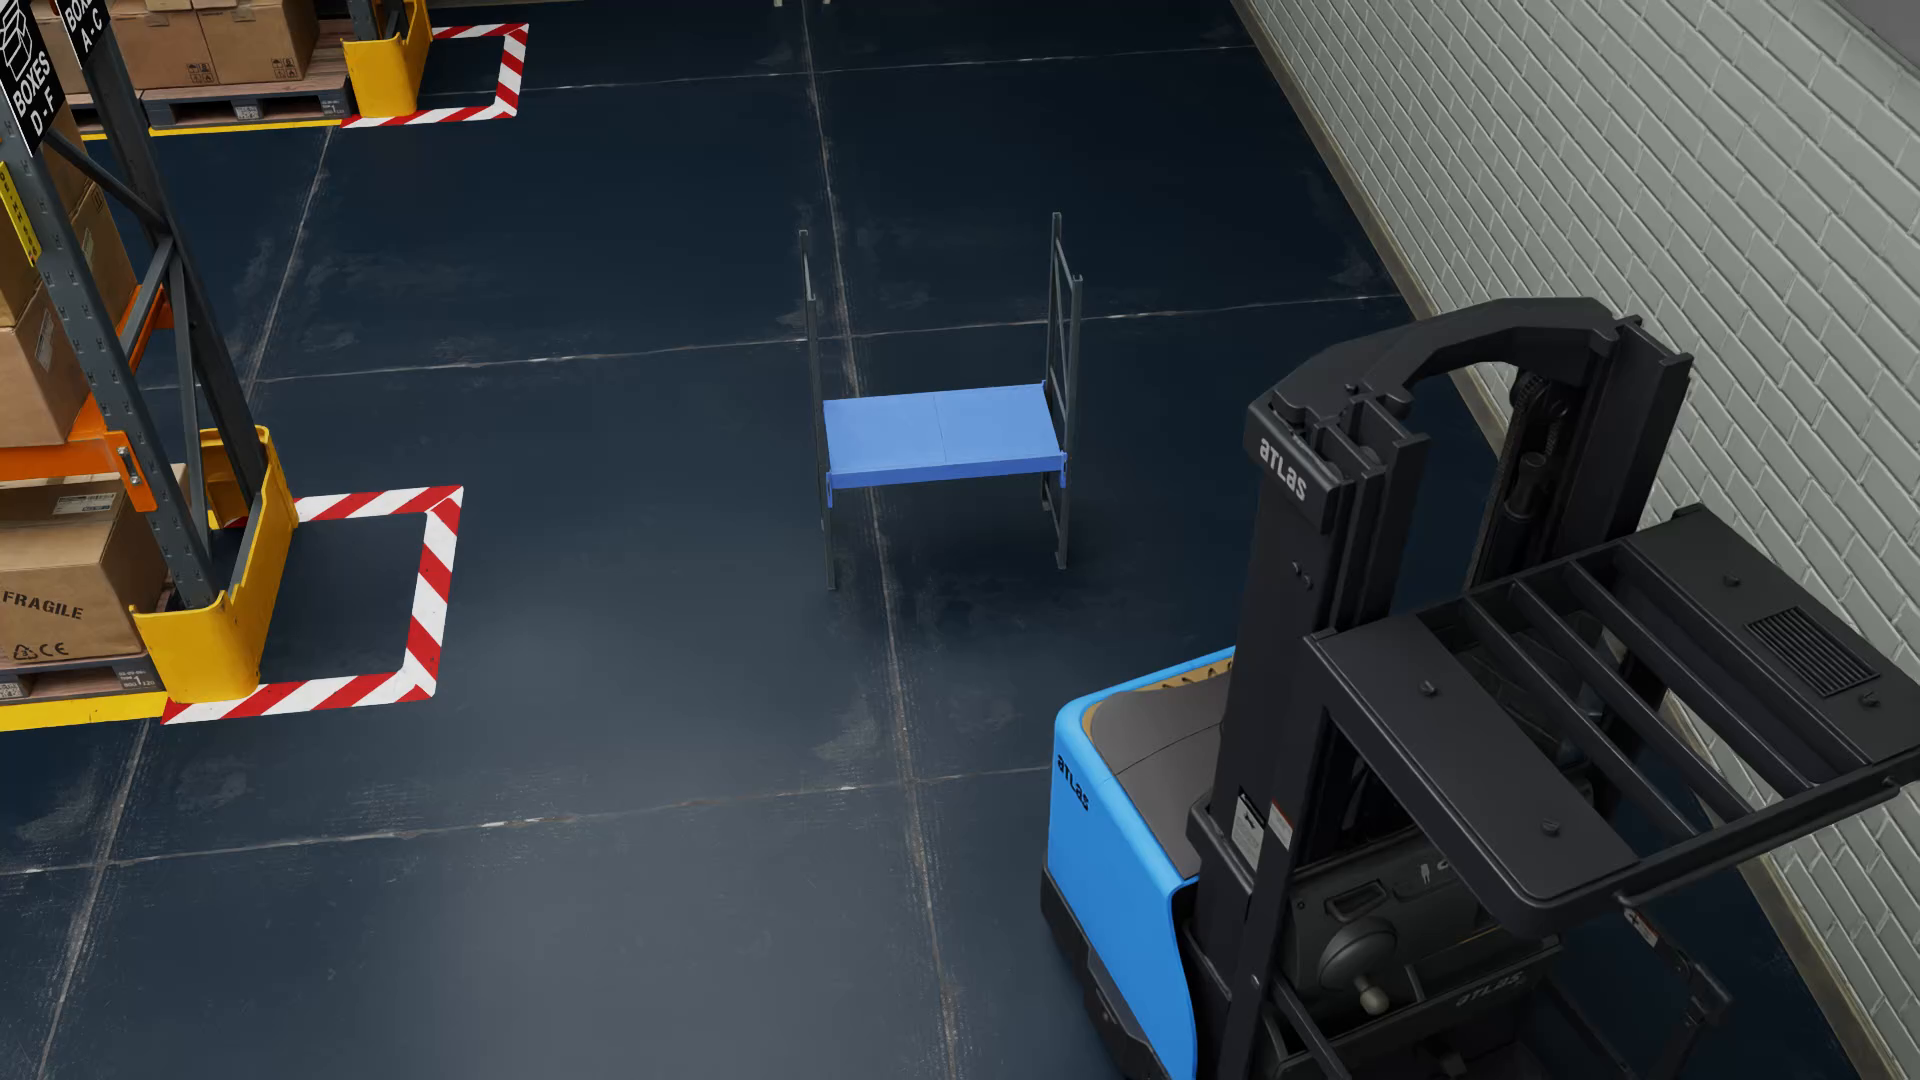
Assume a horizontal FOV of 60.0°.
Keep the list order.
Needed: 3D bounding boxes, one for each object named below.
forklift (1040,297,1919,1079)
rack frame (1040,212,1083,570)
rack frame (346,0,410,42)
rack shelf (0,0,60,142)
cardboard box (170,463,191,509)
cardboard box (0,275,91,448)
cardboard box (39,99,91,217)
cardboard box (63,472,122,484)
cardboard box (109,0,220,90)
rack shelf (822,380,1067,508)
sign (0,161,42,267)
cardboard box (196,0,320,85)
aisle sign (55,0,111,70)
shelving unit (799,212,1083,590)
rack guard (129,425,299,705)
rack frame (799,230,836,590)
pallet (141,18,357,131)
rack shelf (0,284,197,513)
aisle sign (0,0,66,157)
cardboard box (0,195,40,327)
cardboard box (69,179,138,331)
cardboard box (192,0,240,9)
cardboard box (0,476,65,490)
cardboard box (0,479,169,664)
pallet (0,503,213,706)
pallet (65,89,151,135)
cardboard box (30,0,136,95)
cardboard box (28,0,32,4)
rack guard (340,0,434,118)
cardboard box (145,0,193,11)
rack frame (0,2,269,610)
[{"bbox_3d":[1.345,1.007,4.160,1.130,2.935,3.031,-17,45,-18],"label":"forklift"},{"bbox_3d":[0.419,-0.594,7.004,0.032,1.500,0.500,-5,42,-6],"label":"rack frame"},{"bbox_3d":[-3.681,-4.143,9.818,0.127,3.000,1.000,-5,42,-6],"label":"rack frame"},{"bbox_3d":[-5.019,-1.526,5.215,4.000,0.370,1.077,-5,42,-6],"label":"rack shelf"},{"bbox_3d":[-3.495,-0.150,7.192,0.250,0.149,0.380,-5,42,-6],"label":"cardboard box"},{"bbox_3d":[-3.444,-0.671,5.894,0.500,0.500,0.500,-4,42,-4],"label":"cardboard box"},{"bbox_3d":[-3.510,-1.398,5.954,0.500,0.500,0.500,-4,42,-4],"label":"cardboard box"},{"bbox_3d":[-3.743,-0.135,7.162,0.250,0.166,0.380,-5,42,-6],"label":"cardboard box"},{"bbox_3d":[-4.859,-3.200,10.326,0.500,0.500,0.700,-5,42,-6],"label":"cardboard box"},{"bbox_3d":[-0.085,-0.416,7.075,1.000,0.185,0.538,-5,42,-6],"label":"rack shelf"},{"bbox_3d":[-2.983,-1.030,5.267,0.005,0.325,0.100,-5,42,-6],"label":"sign"},{"bbox_3d":[-4.363,-3.243,10.374,0.500,0.500,0.700,-5,42,-6],"label":"cardboard box"},{"bbox_3d":[-3.006,-2.019,5.523,0.004,0.787,0.394,-5,42,-6],"label":"aisle sign"},{"bbox_3d":[-0.085,-0.550,6.955,1.048,1.500,0.538,-5,42,-6],"label":"shelving unit"},{"bbox_3d":[-3.111,0.082,7.001,0.348,0.500,1.175,-5,42,-6],"label":"rack guard"},{"bbox_3d":[-0.589,-0.505,6.906,0.032,1.500,0.500,-5,42,-6],"label":"rack frame"},{"bbox_3d":[-4.464,-2.986,10.618,1.213,0.211,1.003,-5,42,-6],"label":"pallet"},{"bbox_3d":[-5.019,-0.412,6.220,4.000,0.370,1.077,-5,42,-6],"label":"rack shelf"},{"bbox_3d":[-2.928,-1.621,5.082,0.004,0.787,0.394,-5,42,-6],"label":"aisle sign"},{"bbox_3d":[-3.441,-1.040,5.558,0.500,0.500,0.500,-5,42,-6],"label":"cardboard box"},{"bbox_3d":[-3.510,-1.027,6.289,0.500,0.500,0.500,-4,42,-5],"label":"cardboard box"},{"bbox_3d":[-4.466,-3.352,10.010,0.250,0.149,0.380,-5,42,-6],"label":"cardboard box"},{"bbox_3d":[-4.107,-0.093,7.053,0.500,0.250,0.500,-5,42,-6],"label":"cardboard box"},{"bbox_3d":[-3.543,0.123,6.628,0.500,0.500,0.500,-5,42,-6],"label":"cardboard box"},{"bbox_3d":[-3.901,0.259,7.021,1.213,0.211,1.003,-5,42,-6],"label":"pallet"},{"bbox_3d":[-5.671,-2.882,10.503,1.213,0.211,1.003,-5,42,-6],"label":"pallet"},{"bbox_3d":[-5.357,-3.156,10.277,0.500,0.500,0.700,-6,42,-7],"label":"cardboard box"},{"bbox_3d":[-5.885,-3.104,10.220,0.500,0.500,0.700,-4,42,-5],"label":"cardboard box"},{"bbox_3d":[-3.658,-3.217,10.658,0.348,0.500,1.175,-5,42,-6],"label":"rack guard"},{"bbox_3d":[-4.720,-3.329,9.985,0.250,0.149,0.380,-4,42,-4],"label":"cardboard box"},{"bbox_3d":[-3.036,-0.853,6.171,0.127,3.000,1.000,-5,42,-6],"label":"rack frame"}]
